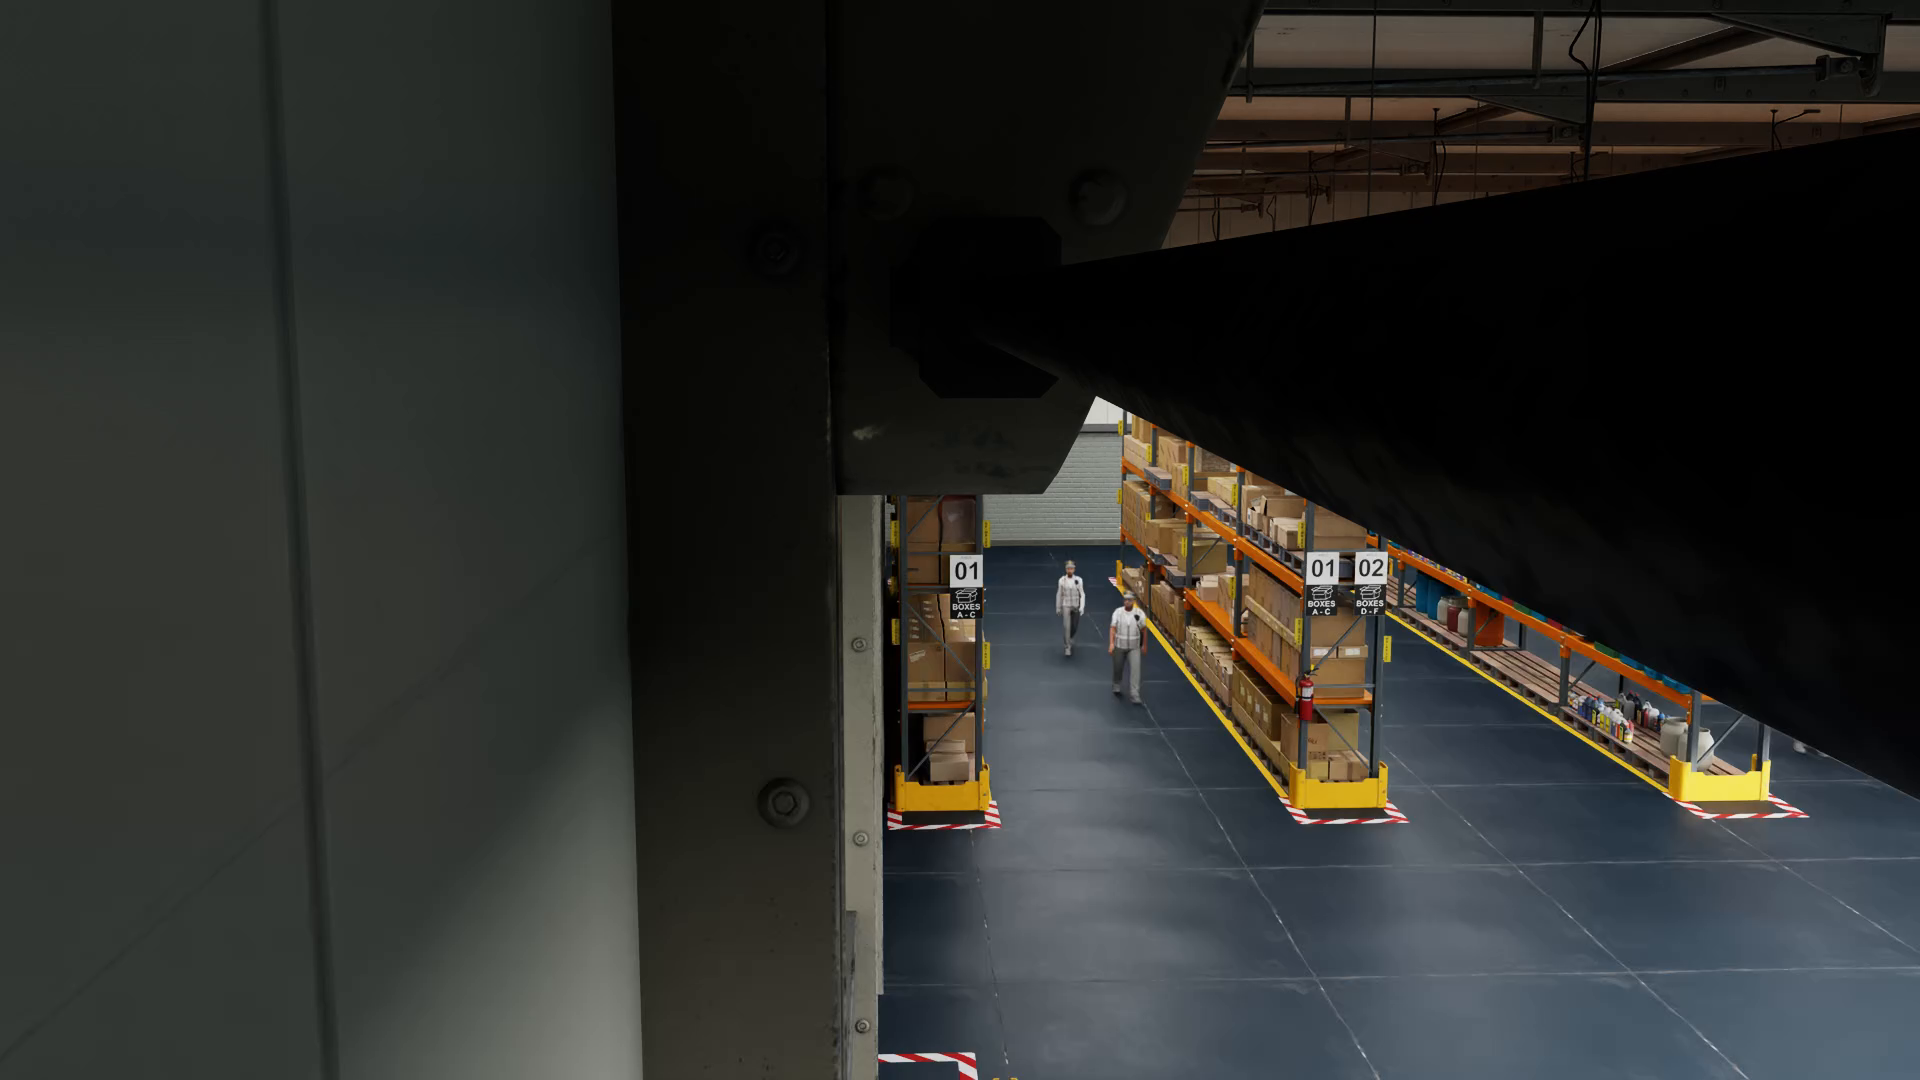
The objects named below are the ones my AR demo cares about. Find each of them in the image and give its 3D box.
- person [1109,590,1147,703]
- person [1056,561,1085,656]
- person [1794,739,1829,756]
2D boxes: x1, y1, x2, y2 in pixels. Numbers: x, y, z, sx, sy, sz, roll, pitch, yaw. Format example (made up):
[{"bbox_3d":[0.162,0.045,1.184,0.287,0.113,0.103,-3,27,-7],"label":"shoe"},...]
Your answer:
[{"bbox_3d":[2.633,1.641,26.037,0.646,1.727,1.036,0,8,-2],"label":"person"},{"bbox_3d":[1.962,1.170,29.531,0.497,1.639,0.975,-1,8,-7],"label":"person"},{"bbox_3d":[11.865,2.092,23.011,0.574,1.732,0.393,7,11,39],"label":"person"}]
